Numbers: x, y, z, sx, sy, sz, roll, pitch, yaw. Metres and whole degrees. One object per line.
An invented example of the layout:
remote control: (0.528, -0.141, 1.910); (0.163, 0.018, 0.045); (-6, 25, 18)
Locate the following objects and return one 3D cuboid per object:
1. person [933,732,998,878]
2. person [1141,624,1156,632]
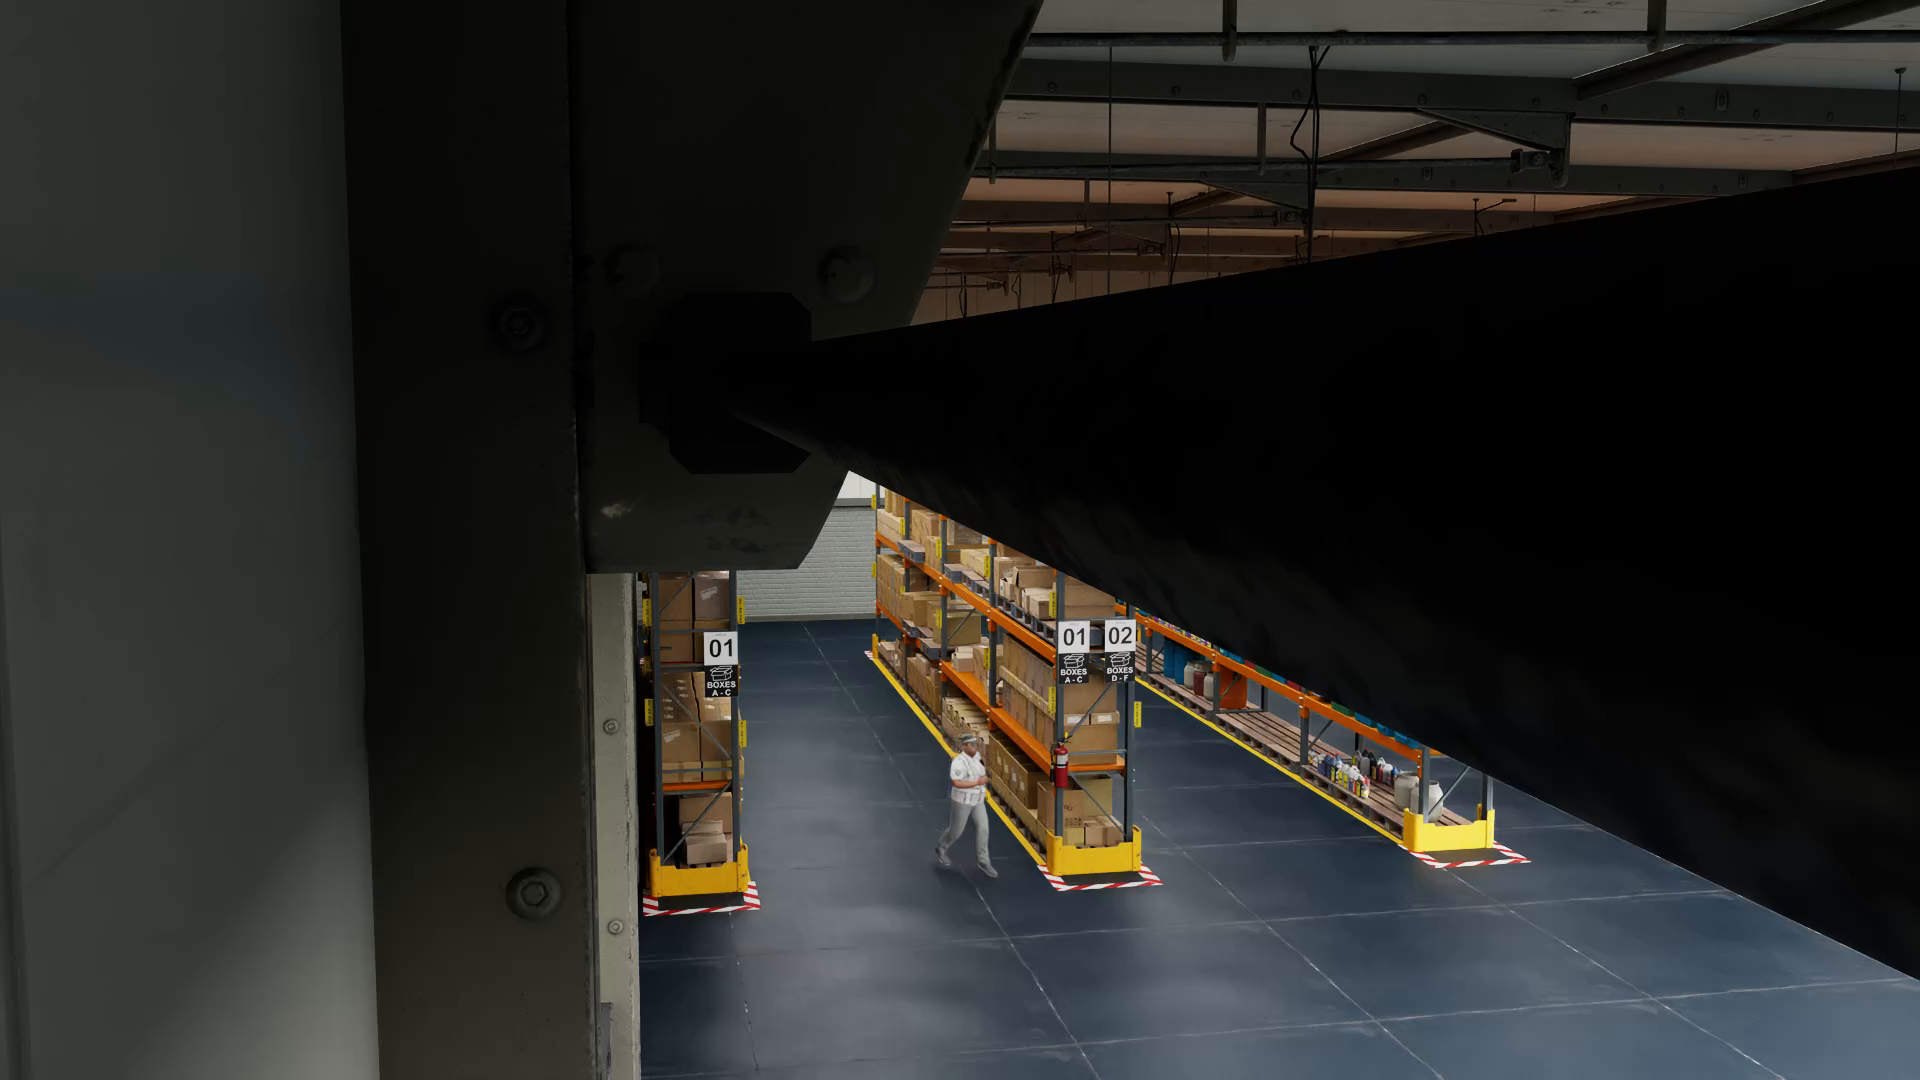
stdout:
person: (0.075, 3.283, 20.899); (0.959, 1.795, 0.650); (5, 8, 42)
person: (4.596, 1.440, 40.138); (0.506, 1.622, 0.706); (1, 6, 14)
